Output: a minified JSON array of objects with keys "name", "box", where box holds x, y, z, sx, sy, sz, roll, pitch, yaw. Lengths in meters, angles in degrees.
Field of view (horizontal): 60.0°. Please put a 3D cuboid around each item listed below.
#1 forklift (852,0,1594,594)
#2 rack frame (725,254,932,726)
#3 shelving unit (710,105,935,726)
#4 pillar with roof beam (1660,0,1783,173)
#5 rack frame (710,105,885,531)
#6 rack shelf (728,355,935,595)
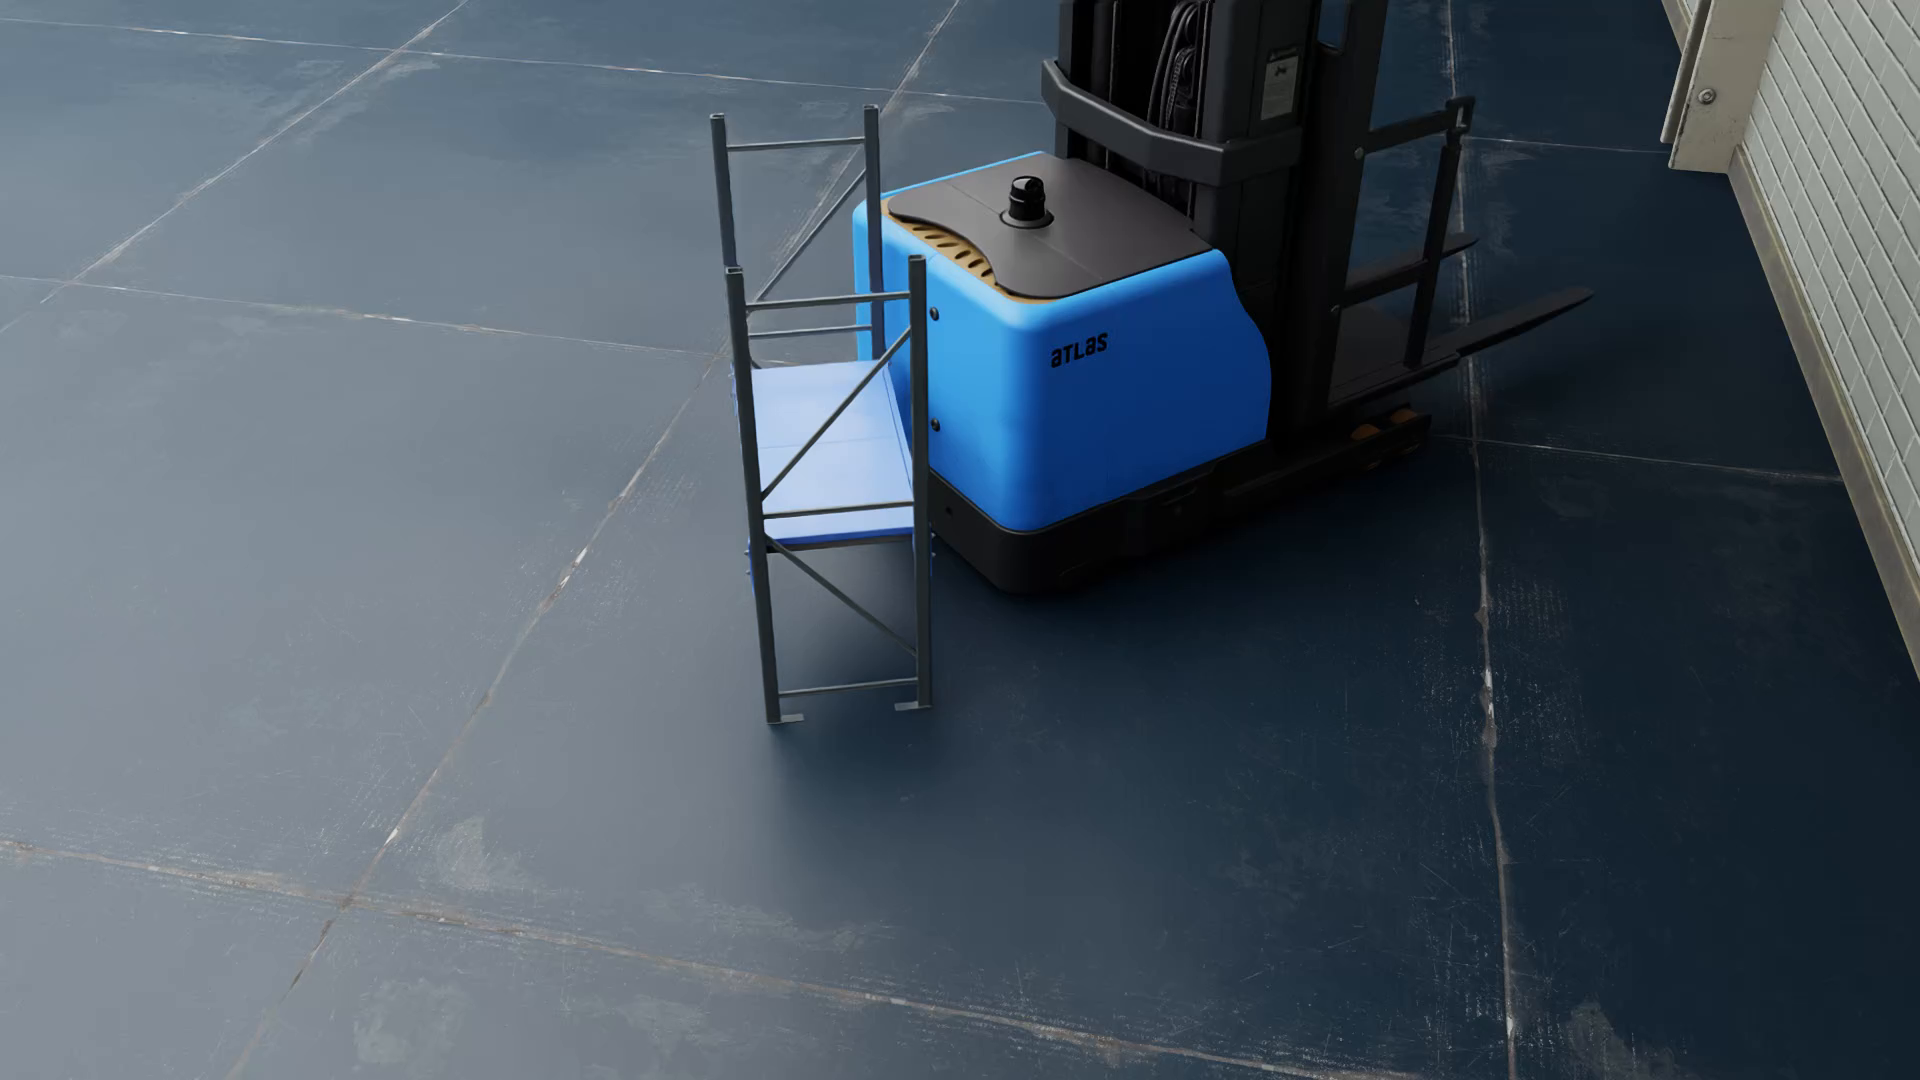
[{"name":"forklift","box":[1.138,-1.680,5.570,3.031,2.935,1.130,-22,41,-27]},{"name":"rack frame","box":[-0.334,-0.082,4.585,0.500,1.500,0.032,-5,36,-7]},{"name":"shelving unit","box":[-0.414,-0.376,4.991,0.538,1.500,1.048,-5,36,-7]},{"name":"pillar with roof beam","box":[-0.466,-6.134,6.545,9.100,9.000,0.400,7,37,10]},{"name":"rack frame","box":[-0.494,-0.671,5.398,0.500,1.500,0.032,-5,36,-7]},{"name":"rack shelf","box":[-0.414,-0.231,5.097,0.538,0.185,1.000,-5,36,-7]}]
